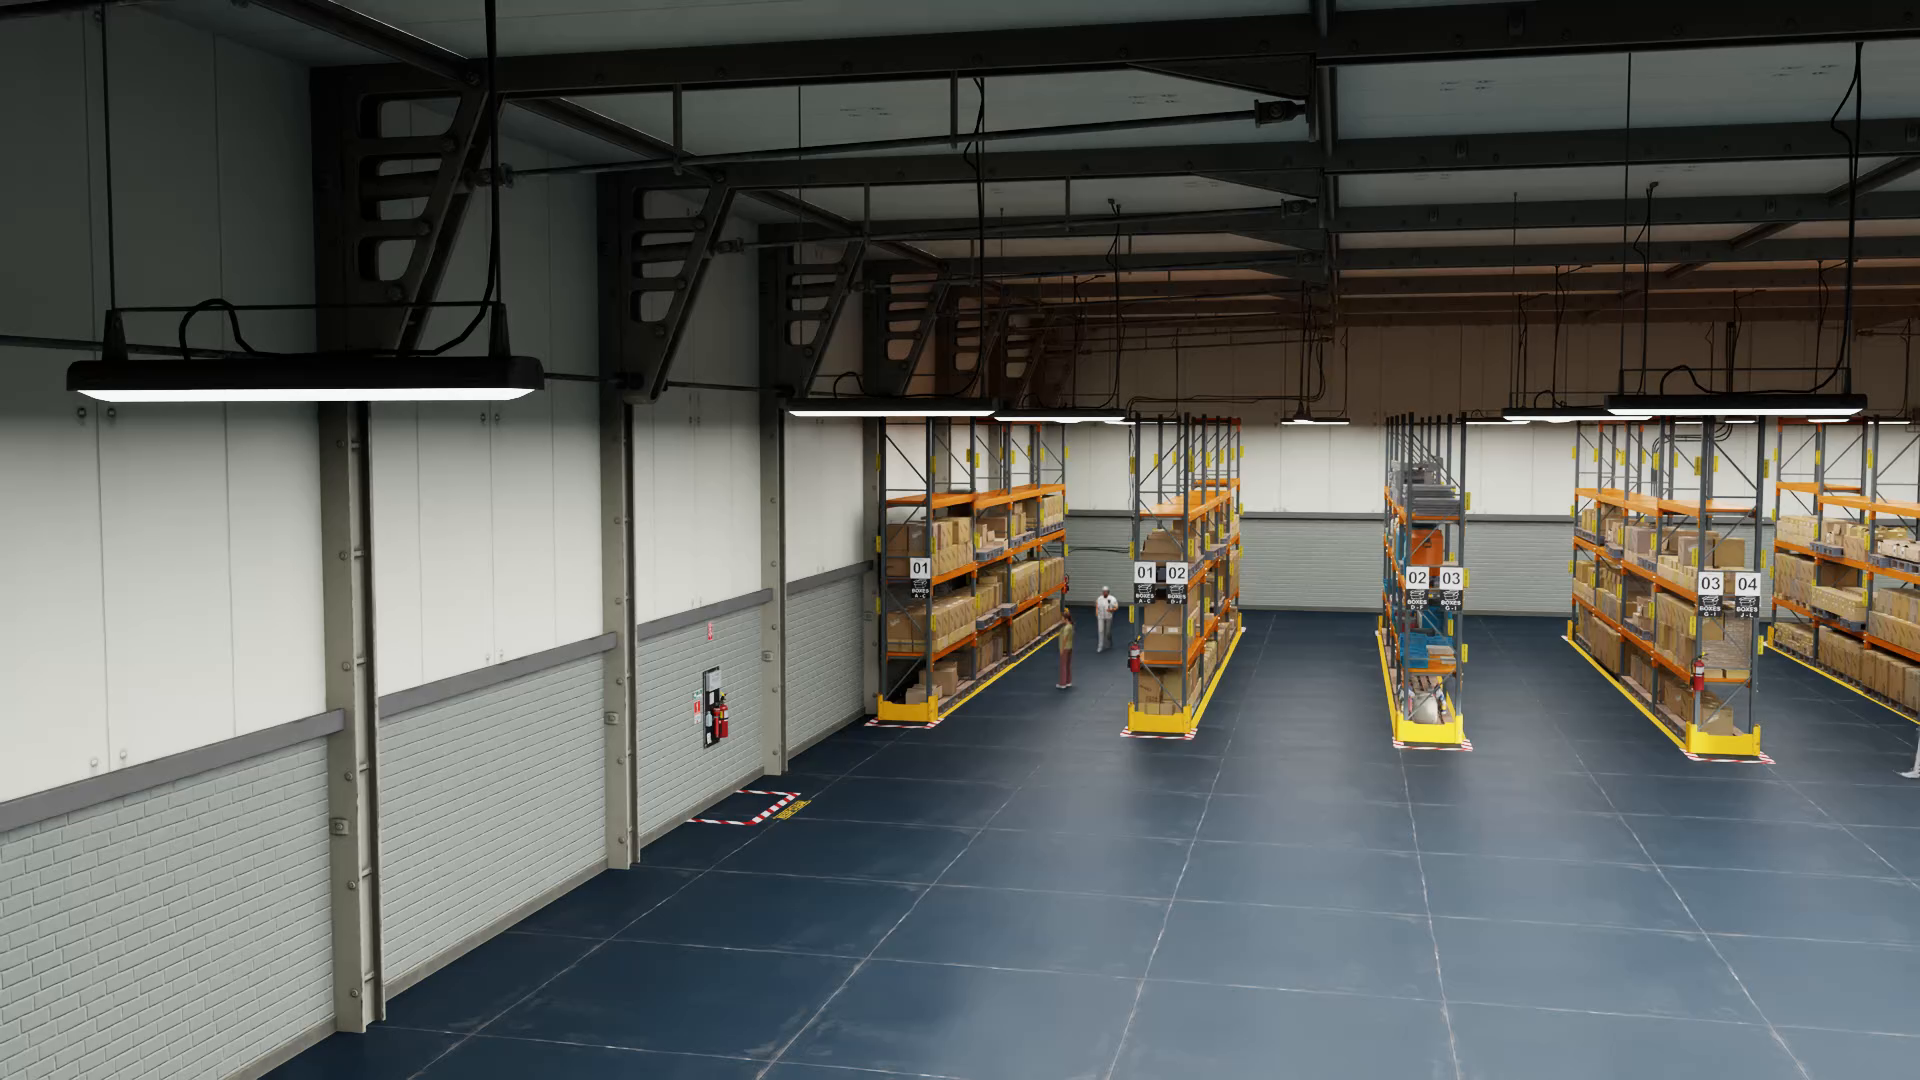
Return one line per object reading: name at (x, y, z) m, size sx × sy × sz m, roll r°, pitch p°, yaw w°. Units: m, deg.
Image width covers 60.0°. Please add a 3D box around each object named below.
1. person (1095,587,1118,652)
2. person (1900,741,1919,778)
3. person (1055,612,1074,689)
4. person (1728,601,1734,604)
person at (3.735, 2.000, 42.522) m, size 0.623 × 1.620 × 1.028 m, roll 1°, pitch 4°, yaw 15°
person at (15.859, 3.068, 27.014) m, size 0.989 × 1.643 × 0.477 m, roll 0°, pitch 4°, yaw -6°
person at (2.305, 2.416, 36.582) m, size 0.423 × 1.682 × 0.474 m, roll 1°, pitch 4°, yaw 19°
person at (20.106, 1.861, 43.894) m, size 0.611 × 1.758 × 0.691 m, roll 3°, pitch 5°, yaw 38°
